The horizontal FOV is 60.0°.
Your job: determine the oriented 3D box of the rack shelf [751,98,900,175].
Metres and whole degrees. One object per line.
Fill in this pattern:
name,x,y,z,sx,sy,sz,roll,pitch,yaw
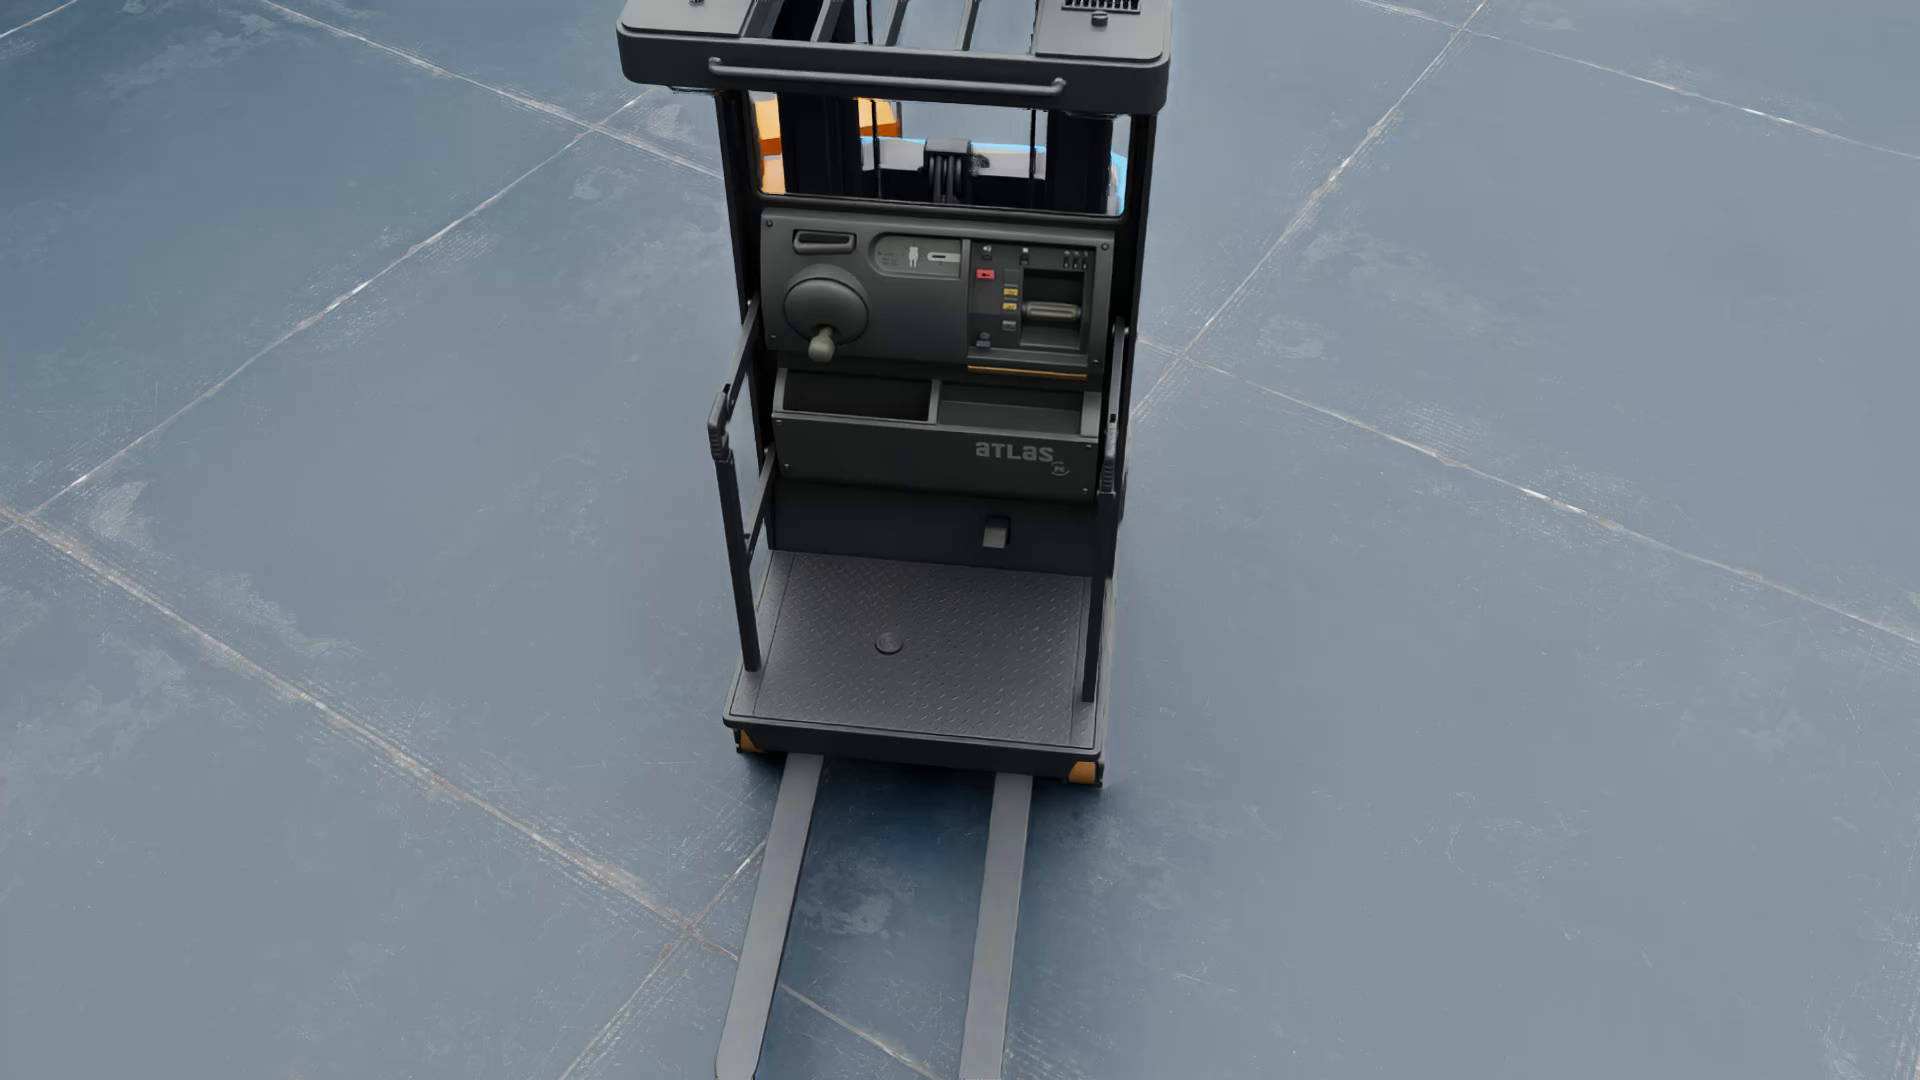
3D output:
rack shelf,-0.467,-1.424,5.748,0.480,0.148,0.258,-10,46,-9

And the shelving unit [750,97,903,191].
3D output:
shelving unit,-0.466,-1.148,6.027,0.503,1.200,0.258,-10,46,-9

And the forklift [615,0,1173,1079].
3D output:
forklift,-0.089,-0.553,4.244,1.130,2.935,3.031,5,46,5

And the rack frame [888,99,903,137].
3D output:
rack frame,-0.229,-1.188,6.066,0.015,1.200,0.240,-10,46,-9

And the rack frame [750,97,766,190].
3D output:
rack frame,-0.703,-1.107,5.987,0.015,1.200,0.240,-10,46,-9

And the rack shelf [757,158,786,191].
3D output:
rack shelf,-0.466,-1.258,5.916,0.480,0.148,0.258,-10,46,-9
